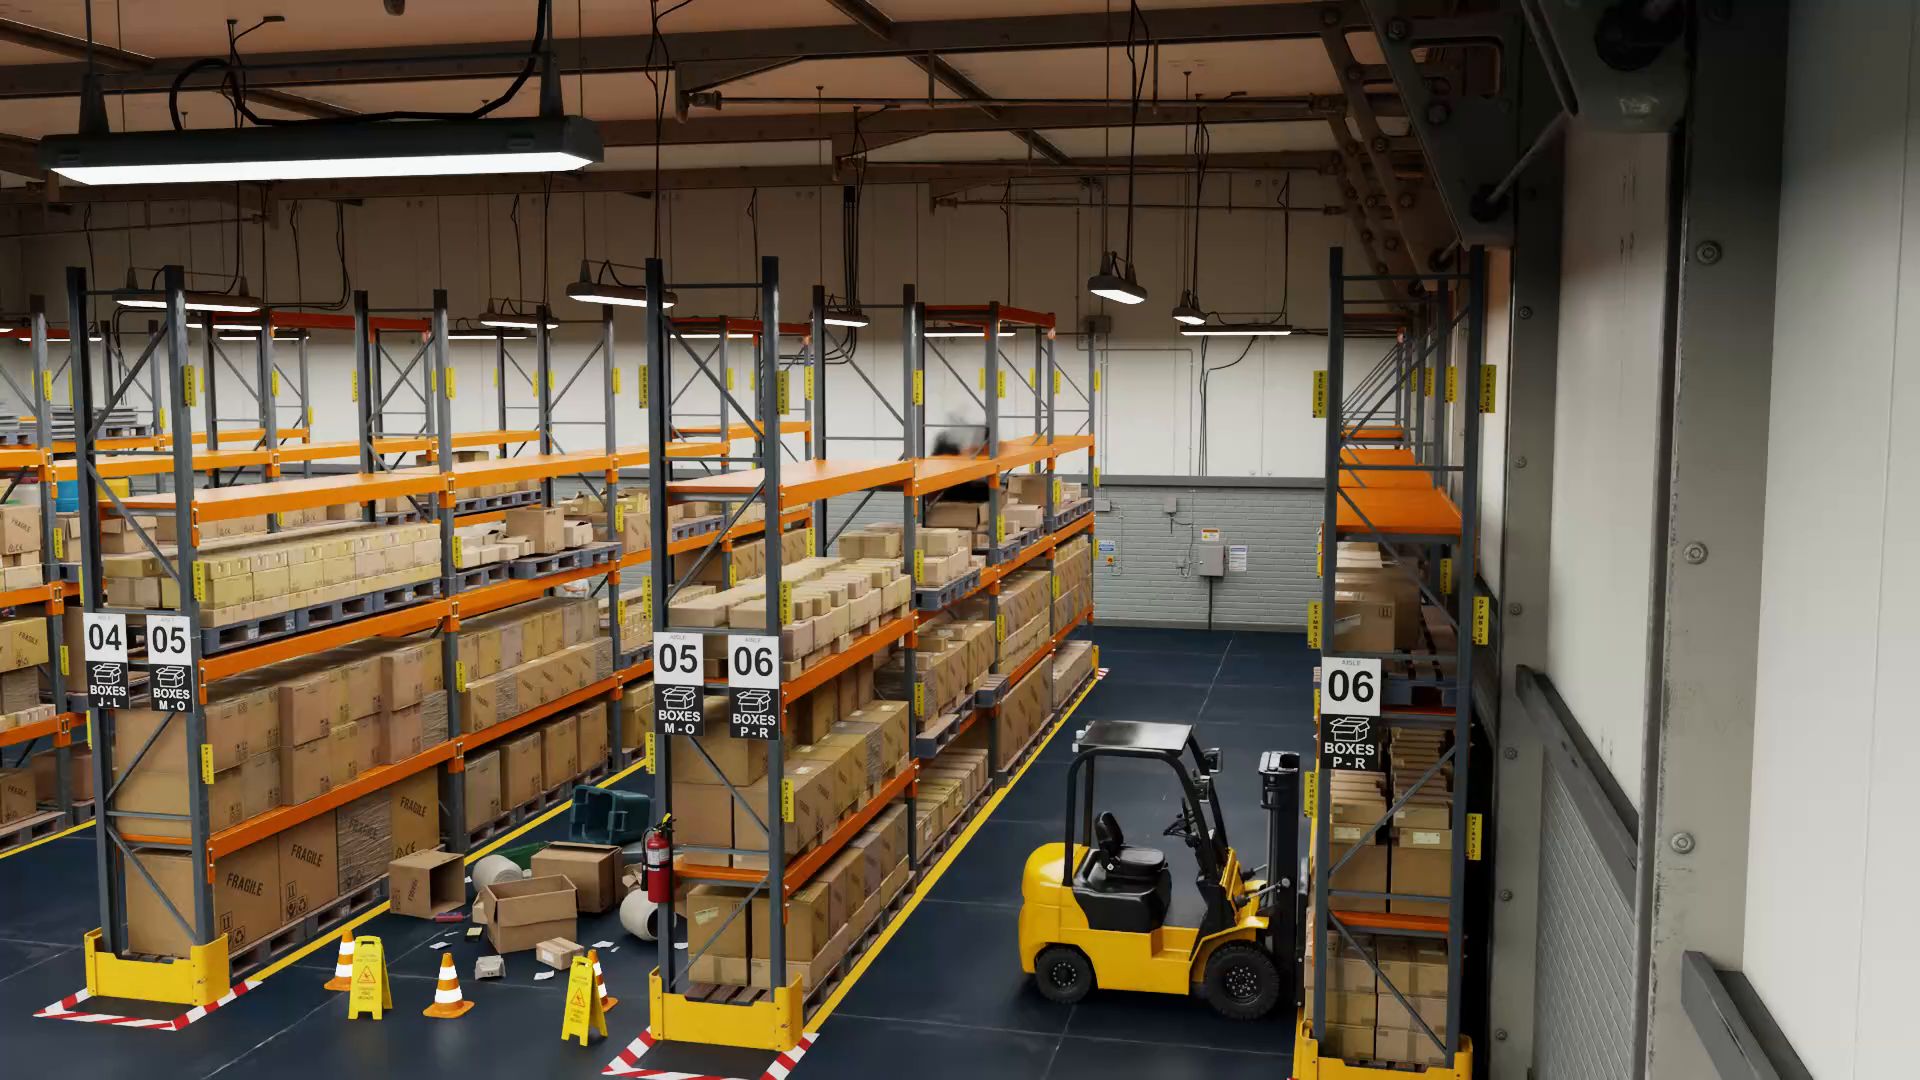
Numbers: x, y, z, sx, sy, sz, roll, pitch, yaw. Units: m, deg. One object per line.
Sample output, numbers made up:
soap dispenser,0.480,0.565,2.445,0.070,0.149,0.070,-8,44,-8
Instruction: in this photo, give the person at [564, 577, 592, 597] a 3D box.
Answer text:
person,-7.245,1.161,31.537,0.940,1.665,0.632,4,7,34
